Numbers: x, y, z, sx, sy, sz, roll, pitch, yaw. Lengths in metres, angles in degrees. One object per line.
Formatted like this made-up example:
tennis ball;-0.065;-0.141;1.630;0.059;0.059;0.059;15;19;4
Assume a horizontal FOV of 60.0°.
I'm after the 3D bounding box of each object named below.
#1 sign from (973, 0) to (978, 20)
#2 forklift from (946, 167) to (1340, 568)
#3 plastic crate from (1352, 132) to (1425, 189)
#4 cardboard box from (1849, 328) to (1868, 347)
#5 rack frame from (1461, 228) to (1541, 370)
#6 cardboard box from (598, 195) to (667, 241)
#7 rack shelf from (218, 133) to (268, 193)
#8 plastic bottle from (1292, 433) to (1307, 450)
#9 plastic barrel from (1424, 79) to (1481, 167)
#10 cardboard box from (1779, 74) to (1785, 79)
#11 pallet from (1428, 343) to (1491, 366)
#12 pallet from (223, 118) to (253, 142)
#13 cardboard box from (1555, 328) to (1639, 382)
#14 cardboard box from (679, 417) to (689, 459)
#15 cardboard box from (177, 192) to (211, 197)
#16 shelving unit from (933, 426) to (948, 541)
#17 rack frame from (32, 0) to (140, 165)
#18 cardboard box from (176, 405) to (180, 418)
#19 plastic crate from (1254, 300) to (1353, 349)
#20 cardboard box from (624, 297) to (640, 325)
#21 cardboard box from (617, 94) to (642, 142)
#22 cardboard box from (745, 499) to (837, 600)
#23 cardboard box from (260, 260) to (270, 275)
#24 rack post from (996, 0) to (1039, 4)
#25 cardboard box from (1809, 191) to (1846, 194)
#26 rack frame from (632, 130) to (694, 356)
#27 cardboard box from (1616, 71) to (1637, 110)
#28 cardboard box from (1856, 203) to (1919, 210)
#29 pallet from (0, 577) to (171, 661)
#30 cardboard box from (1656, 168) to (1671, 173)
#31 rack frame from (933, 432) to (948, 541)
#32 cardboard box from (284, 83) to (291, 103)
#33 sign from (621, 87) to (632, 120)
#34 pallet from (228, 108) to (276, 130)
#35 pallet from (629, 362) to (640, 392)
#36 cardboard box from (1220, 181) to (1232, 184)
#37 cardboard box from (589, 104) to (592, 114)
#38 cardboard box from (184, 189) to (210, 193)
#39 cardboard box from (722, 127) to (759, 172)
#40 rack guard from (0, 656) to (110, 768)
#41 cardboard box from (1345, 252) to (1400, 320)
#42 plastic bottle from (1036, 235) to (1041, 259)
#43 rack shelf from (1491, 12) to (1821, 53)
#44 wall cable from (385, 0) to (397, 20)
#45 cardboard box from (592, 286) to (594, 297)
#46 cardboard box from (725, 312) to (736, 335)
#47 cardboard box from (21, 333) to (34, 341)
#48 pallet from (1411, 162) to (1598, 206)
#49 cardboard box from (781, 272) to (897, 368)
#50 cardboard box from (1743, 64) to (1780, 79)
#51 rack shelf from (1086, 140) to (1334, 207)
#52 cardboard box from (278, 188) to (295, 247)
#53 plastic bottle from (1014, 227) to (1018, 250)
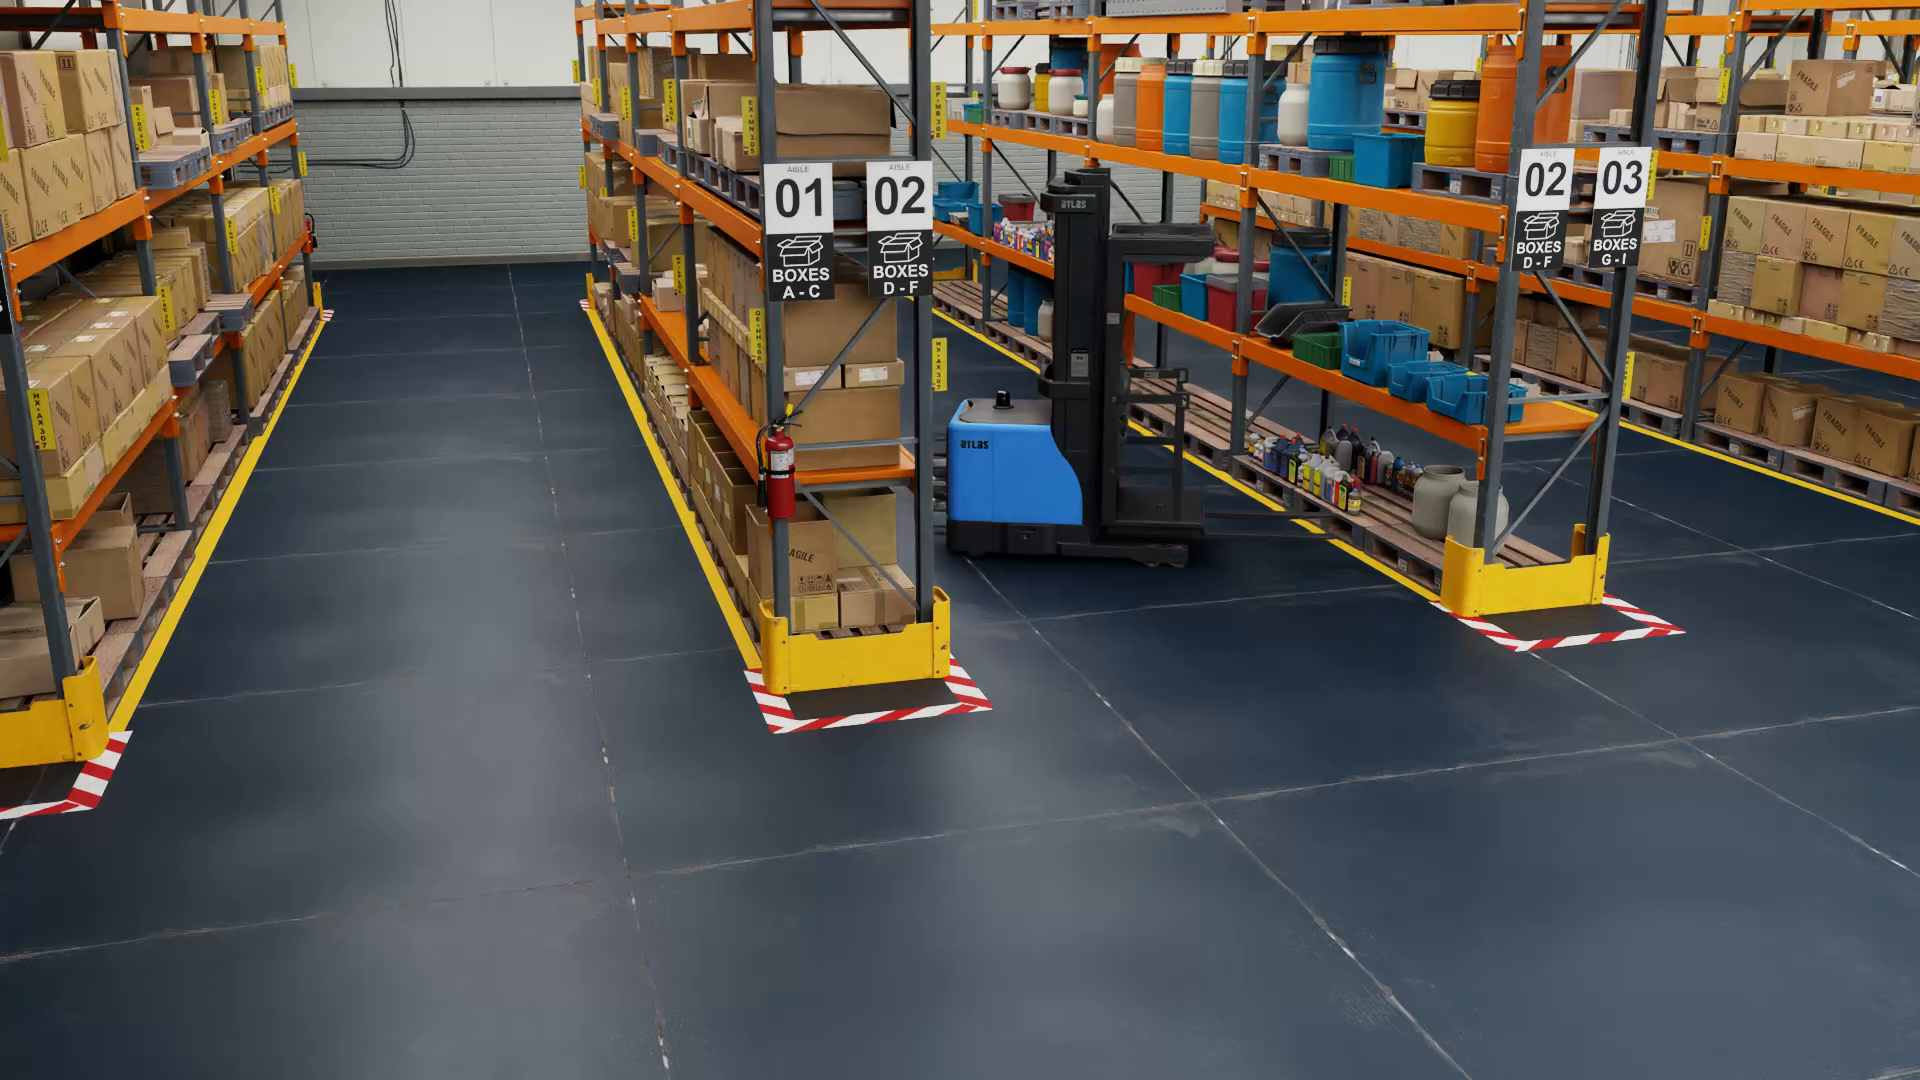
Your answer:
sign;0.227;-8.160;25.538;0.100;0.325;0.005;-5;17;-15
forklift;1.448;-1.354;12.863;3.031;2.935;1.130;2;17;7
plastic crate;3.286;-2.901;12.709;0.392;0.384;0.575;-5;17;-15
cardboard box;8.069;-1.783;14.611;0.380;0.149;0.250;-5;17;-15
rack frame;6.663;-3.573;20.131;1.000;3.000;0.127;-5;17;-15
cardboard box;-4.047;-3.997;20.641;0.700;0.500;0.500;-12;20;-34
rack shelf;-8.175;-4.043;17.734;1.077;0.370;4.000;-5;17;-15
plastic bottle;2.961;-0.772;14.648;0.144;0.351;0.185;-5;17;-15
plastic barrel;3.664;-3.001;11.958;0.600;0.588;0.600;0;17;0
cardboard box;14.203;-8.065;29.231;0.500;0.250;0.500;-6;18;-20
pallet;6.519;-2.461;21.278;1.003;0.211;1.213;-5;17;-15
pallet;-8.425;-4.599;18.668;0.805;0.209;1.217;-5;18;-17
cardboard box;7.193;-2.094;18.788;0.700;0.500;0.500;-3;17;-11
cardboard box;-2.151;-0.926;14.396;0.500;0.311;0.500;-5;17;-15
cardboard box;-8.698;-3.771;18.764;0.500;0.250;0.500;-4;17;-15
shelving unit;-0.206;-0.452;13.393;0.258;0.900;0.210;0;17;2
rack frame;-6.526;-4.164;11.674;1.000;3.000;0.127;-5;17;-15
cardboard box;-7.015;-1.131;14.282;0.500;0.250;0.500;-5;17;-17
plastic crate;3.021;-1.890;14.638;0.767;0.338;0.504;-5;17;-15
cardboard box;-3.651;-2.701;19.507;0.500;0.250;0.500;-5;17;-16
cardboard box;-3.298;-4.678;18.423;0.910;0.500;0.500;-5;17;-15
cardboard box;-1.098;0.054;10.804;0.500;0.500;0.500;-5;17;-15
cardboard box;-8.110;-3.111;18.996;0.380;0.149;0.250;-5;17;-15
rack post;1.003;-6.889;20.875;0.937;0.300;0.954;-5;17;-16
cardboard box;11.442;-4.520;21.957;0.380;0.149;0.250;-5;17;-17
rack frame;-2.863;-2.790;17.528;1.000;3.000;0.127;-5;17;-15
cardboard box;7.307;-4.905;18.311;0.500;0.500;0.500;-4;17;-14
cardboard box;8.426;-2.756;14.984;0.500;0.500;0.500;-5;17;-15
pallet;-5.968;0.565;11.203;1.003;0.211;1.213;-5;17;-15
cardboard box;10.471;-5.856;25.306;0.500;0.500;0.500;-4;17;-14
rack frame;-0.209;-0.423;13.296;0.240;0.900;0.006;0;17;2
cardboard box;-9.367;-6.043;22.498;0.500;0.250;0.500;-4;17;-14
sign;-3.385;-4.432;16.881;0.100;0.325;0.005;-5;17;-15
pallet;-8.939;-5.125;20.241;1.003;0.211;1.213;-5;17;-15
pallet;-3.364;-2.001;19.748;1.003;0.211;1.213;-5;17;-15
cardboard box;4.474;-5.923;26.396;0.500;0.500;0.500;-5;17;-17
cardboard box;-4.757;-5.791;22.562;0.500;0.250;0.500;-5;17;-15
cardboard box;-8.848;-3.915;19.244;0.500;0.250;0.500;-4;17;-14
cardboard box;-1.235;-2.508;10.661;0.500;0.250;0.500;-5;17;-15
rack guard;-5.447;0.991;9.283;1.175;0.500;0.348;-5;17;-15
cardboard box;6.005;-3.440;22.653;1.225;0.875;0.875;-5;18;-17
plastic bottle;0.978;-3.607;20.450;0.061;0.283;0.133;-5;17;-15
rack shelf;7.212;-5.356;17.588;1.077;0.370;4.000;-5;17;-15
wall cable;-8.433;-10.222;28.459;3.097;2.526;0.112;-5;17;-15
cardboard box;-5.277;-3.706;24.765;0.380;0.149;0.250;-5;17;-15
cardboard box;-1.518;-1.597;12.252;0.380;0.149;0.250;-5;17;-17
cardboard box;-6.174;-1.017;10.547;0.500;0.500;0.500;-4;17;-14
pallet;3.966;-2.551;11.844;1.003;0.211;1.213;-5;17;-15
cardboard box;-0.795;-1.392;10.442;0.700;0.500;0.500;-5;17;-15
cardboard box;10.725;-6.233;22.271;0.396;0.266;0.258;-5;17;-15
rack shelf;2.450;-3.720;16.658;1.077;0.370;4.000;-5;17;-15
cardboard box;-9.262;-4.202;21.705;0.980;0.700;0.700;-6;18;-18
plastic bottle;0.736;-3.851;21.260;0.061;0.283;0.133;-5;17;-15
